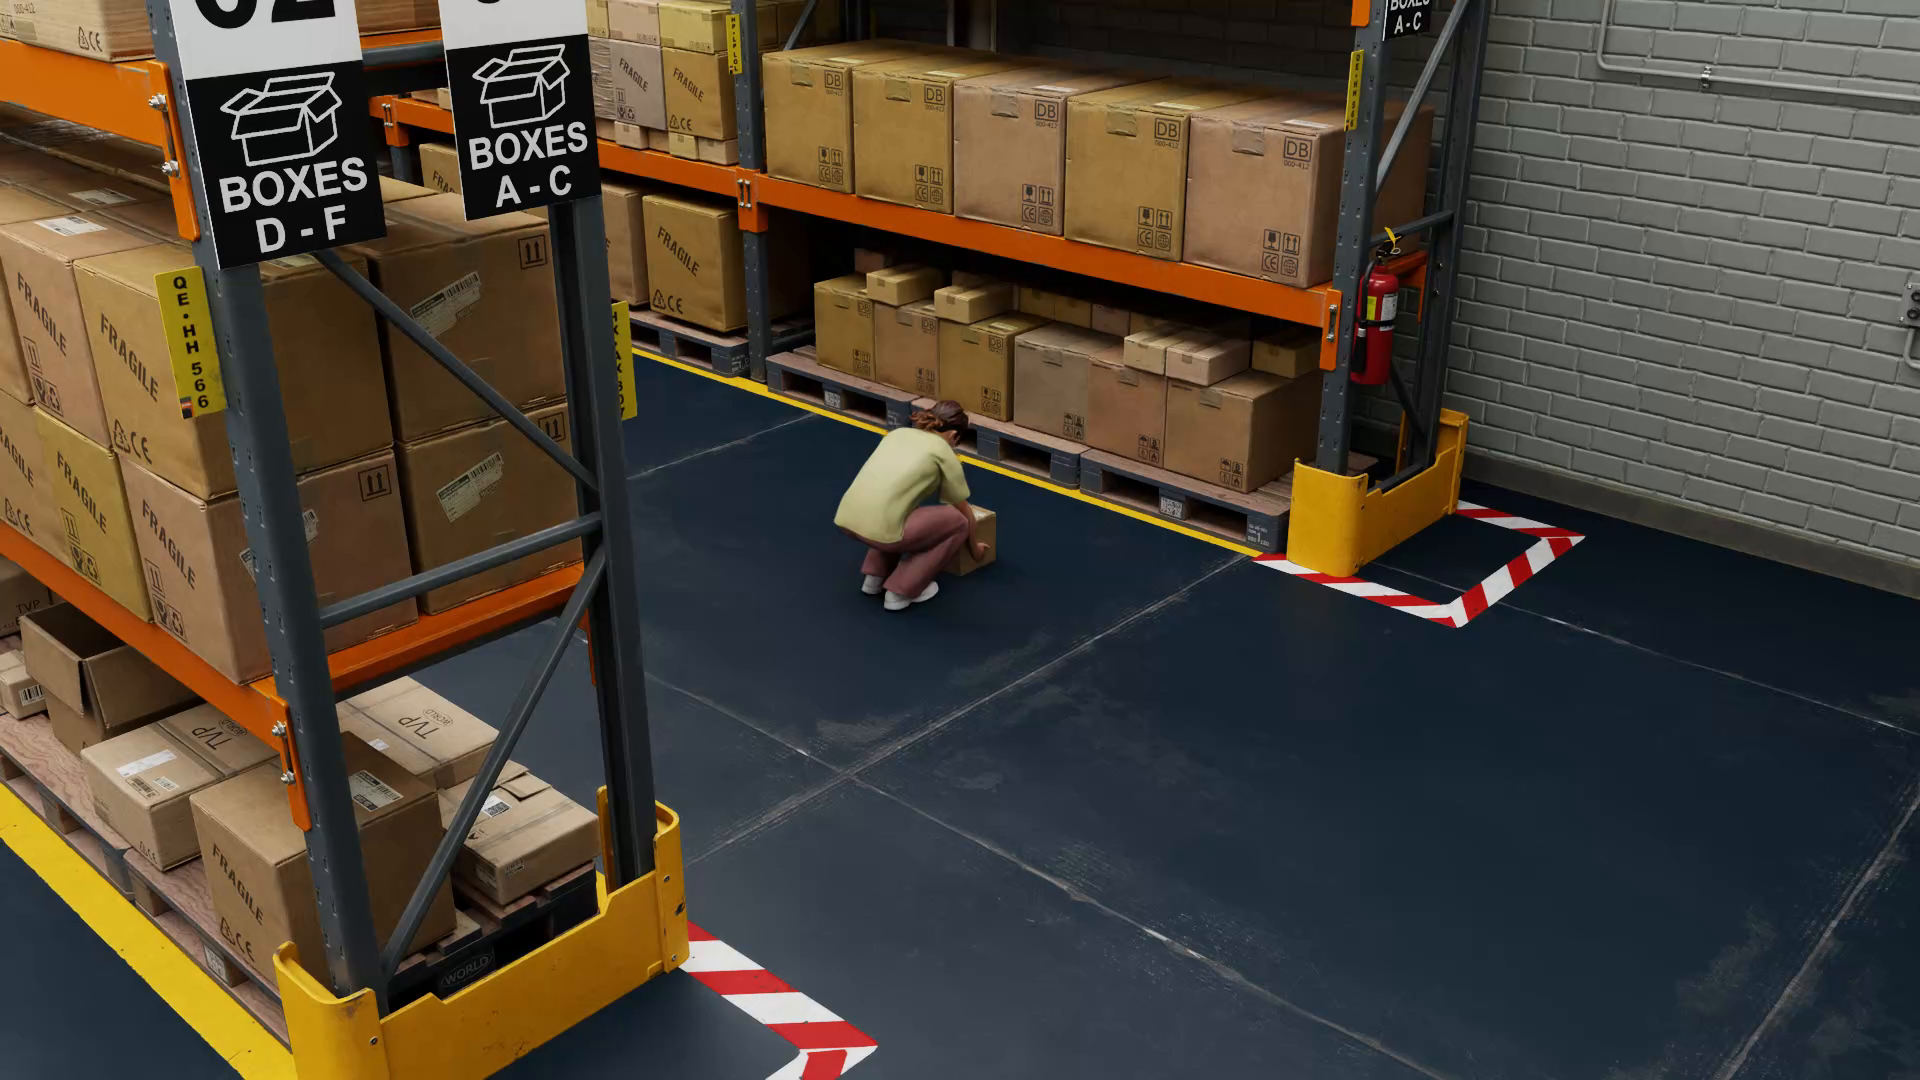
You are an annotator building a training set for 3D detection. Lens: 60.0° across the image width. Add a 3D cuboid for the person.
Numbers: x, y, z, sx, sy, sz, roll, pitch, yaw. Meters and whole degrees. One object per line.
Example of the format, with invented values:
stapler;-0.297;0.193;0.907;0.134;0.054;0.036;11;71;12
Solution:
person;-0.222;-0.164;7.545;0.483;0.808;0.803;20;31;38
